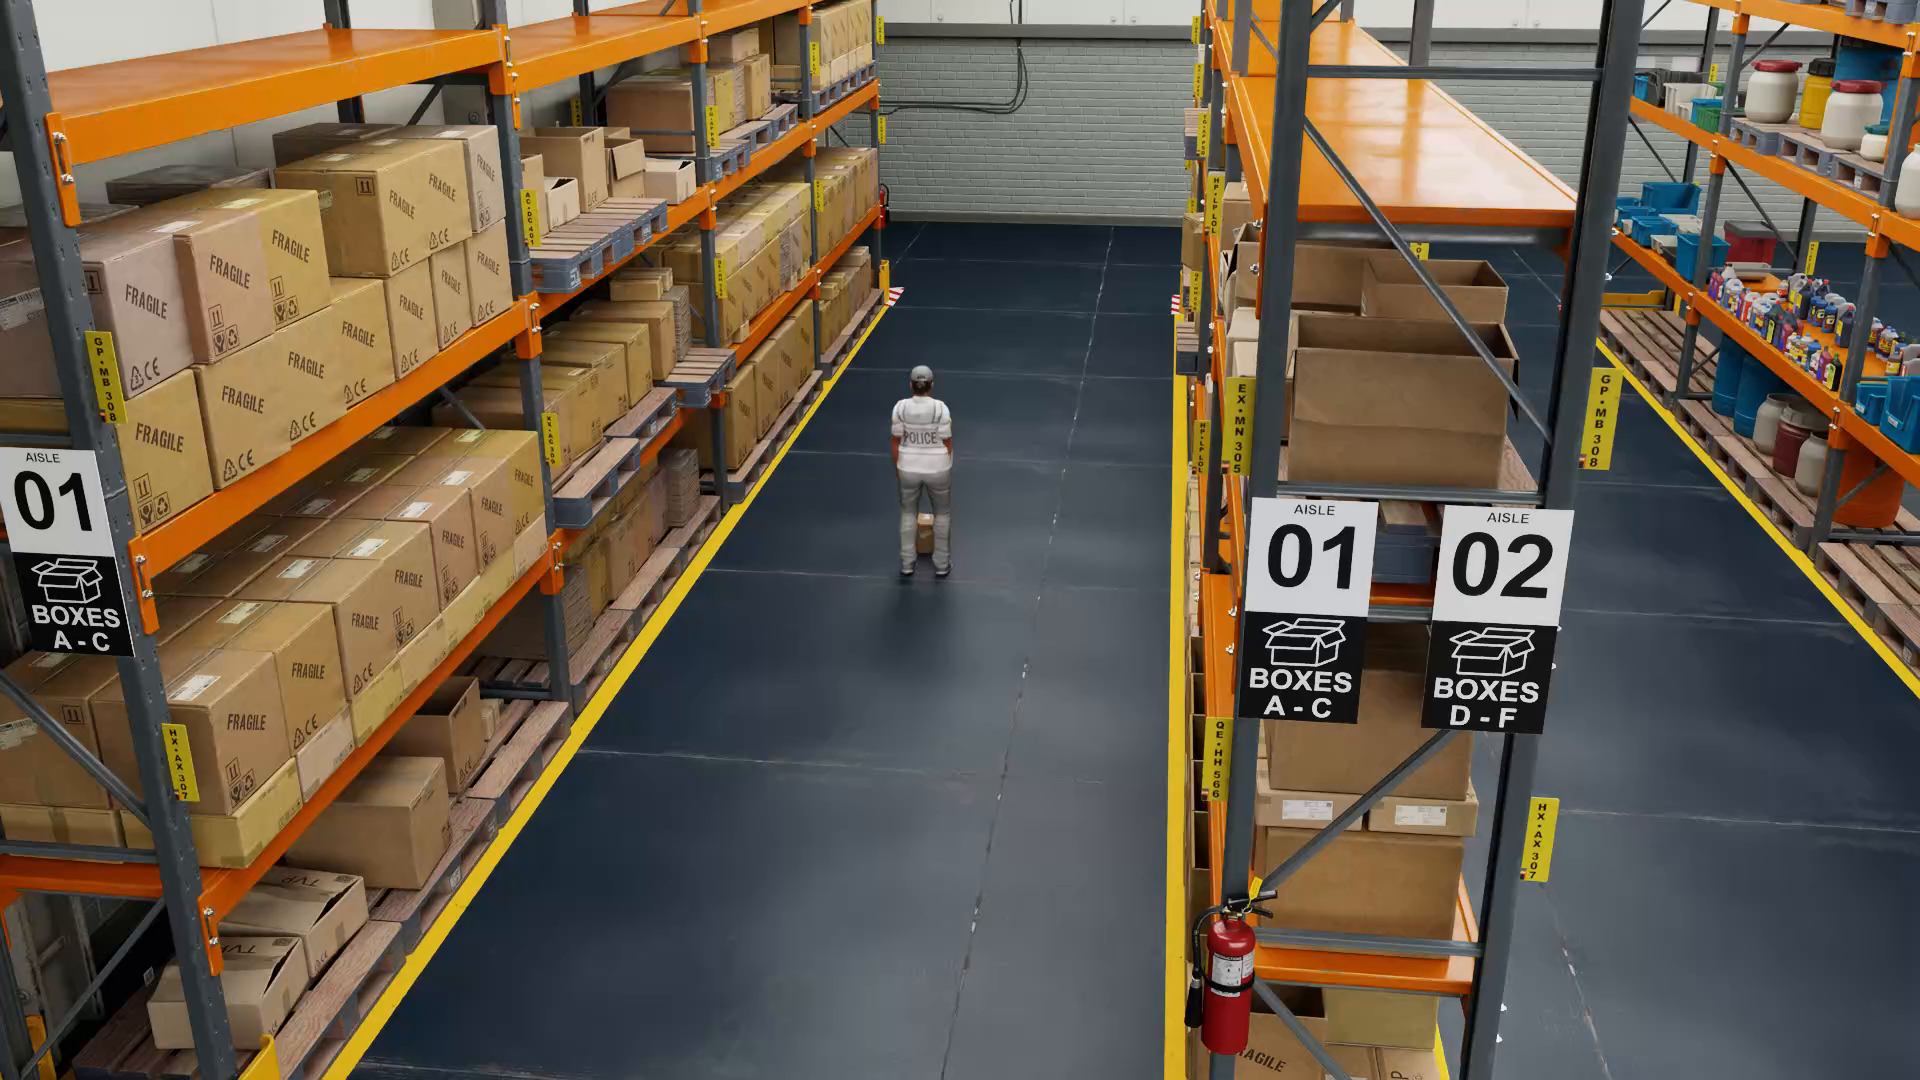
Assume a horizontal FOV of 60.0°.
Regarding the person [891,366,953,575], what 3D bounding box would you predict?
[{"bbox_3d":[-0.293,-0.529,12.868,0.475,1.656,0.395,3,21,7],"label":"person"}]
